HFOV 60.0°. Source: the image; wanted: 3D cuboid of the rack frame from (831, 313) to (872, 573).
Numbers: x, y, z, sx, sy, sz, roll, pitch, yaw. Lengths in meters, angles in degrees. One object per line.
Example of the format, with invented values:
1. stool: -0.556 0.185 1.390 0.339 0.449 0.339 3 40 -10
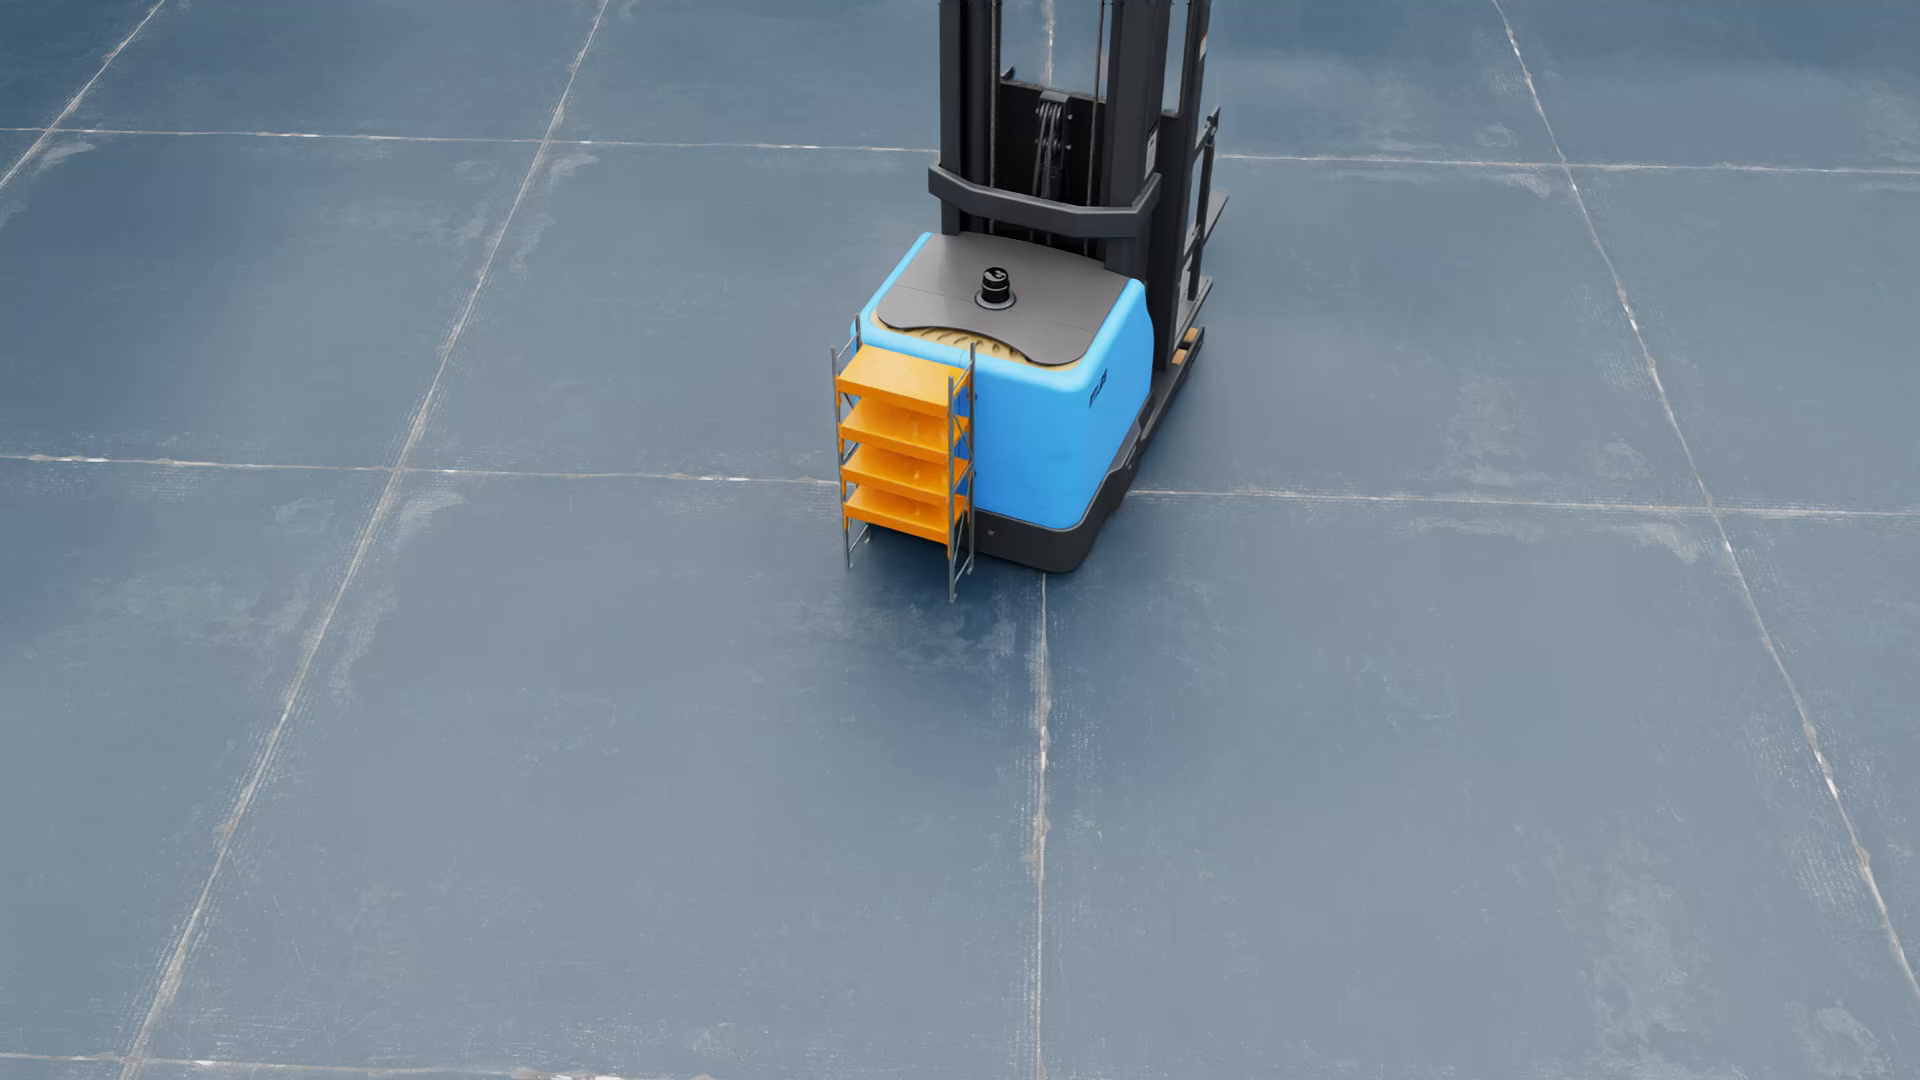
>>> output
1. rack frame: -0.443 -0.374 6.856 0.015 1.200 0.240 16 45 16

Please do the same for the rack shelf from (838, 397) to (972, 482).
1. rack shelf: -0.218 -0.425 6.682 0.480 0.148 0.258 16 45 16

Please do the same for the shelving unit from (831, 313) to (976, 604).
1. shelving unit: -0.218 -0.310 6.788 0.503 1.200 0.258 16 45 16

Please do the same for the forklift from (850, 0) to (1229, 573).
1. forklift: 0.571 -1.948 7.276 1.130 2.935 3.031 16 45 16

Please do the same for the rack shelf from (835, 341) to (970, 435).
1. rack shelf: -0.218 -0.598 6.520 0.480 0.148 0.258 16 45 16

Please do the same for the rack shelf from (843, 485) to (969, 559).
1. rack shelf: -0.218 -0.116 6.970 0.480 0.148 0.258 16 45 16

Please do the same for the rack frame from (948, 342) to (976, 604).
1. rack frame: 0.008 -0.247 6.720 0.015 1.200 0.240 16 45 16

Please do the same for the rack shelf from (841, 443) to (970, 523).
1. rack shelf: -0.218 -0.261 6.834 0.480 0.148 0.258 16 45 16
